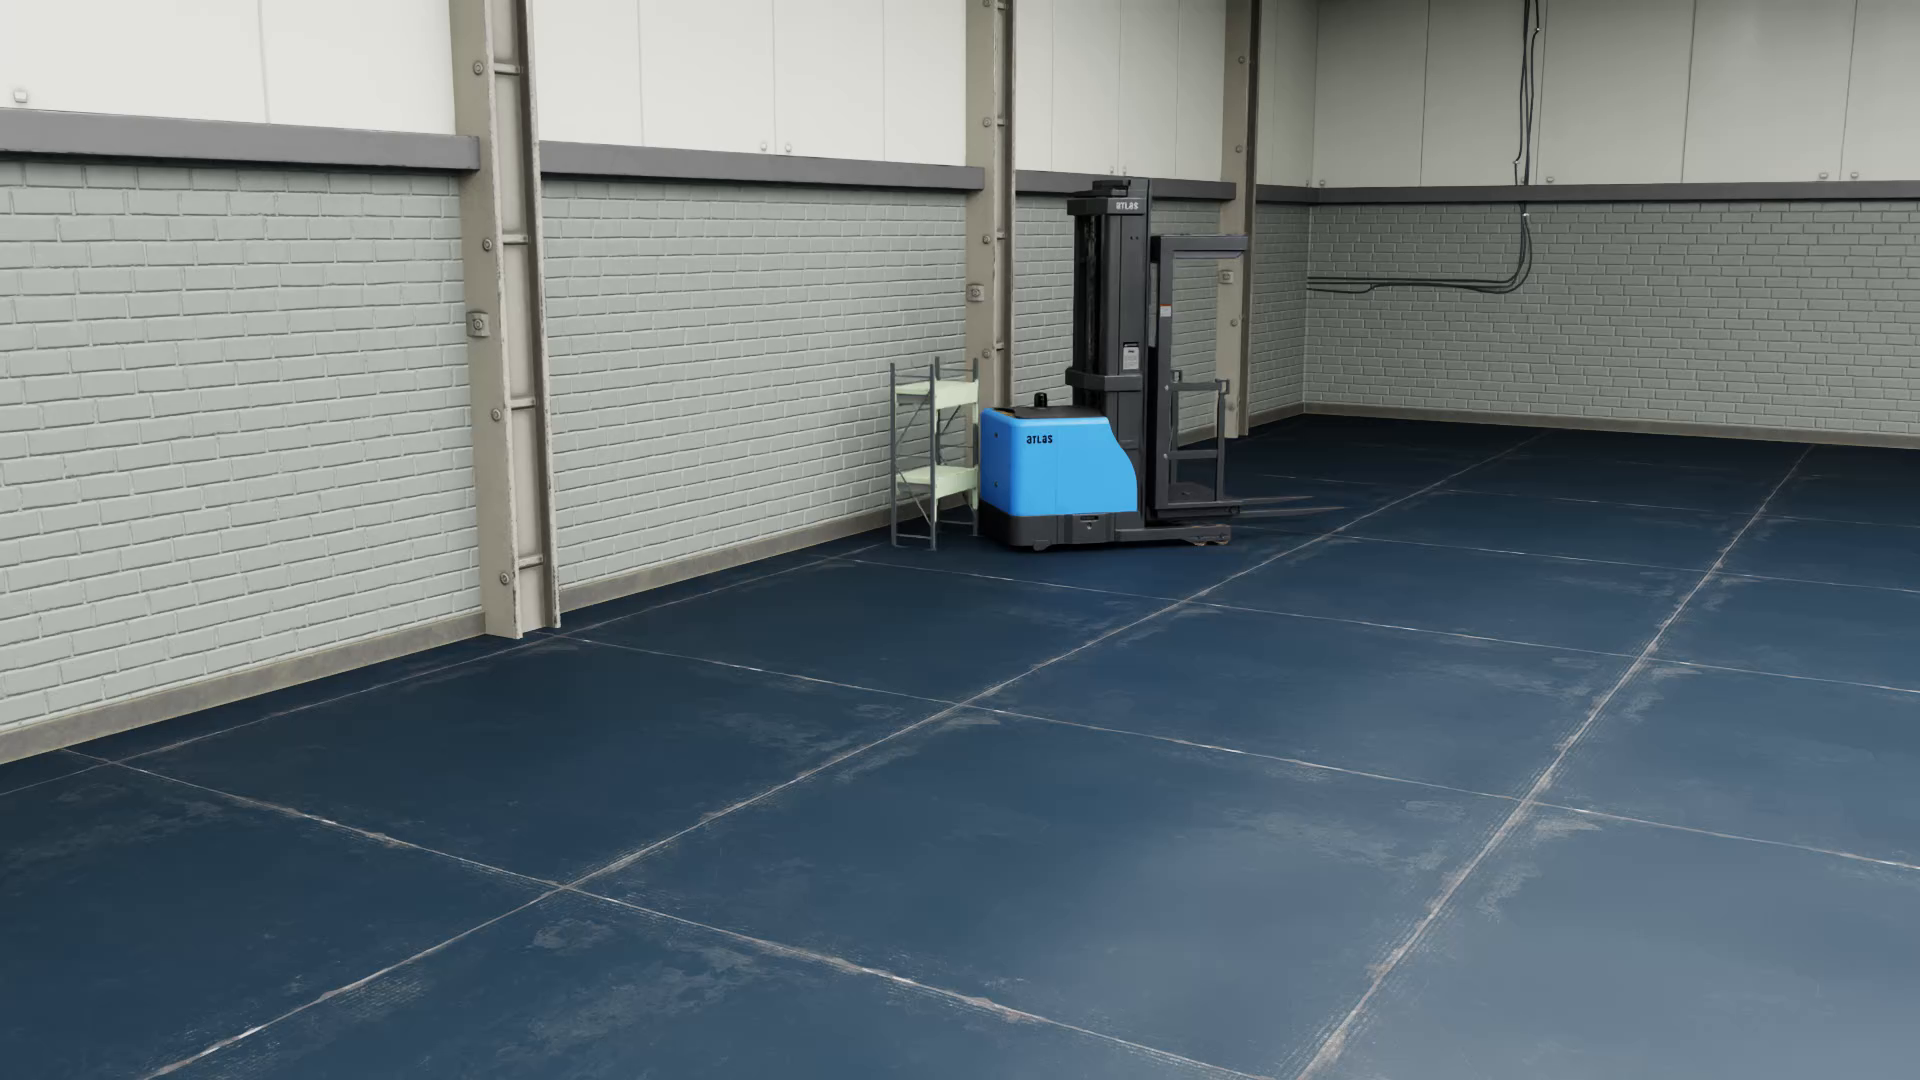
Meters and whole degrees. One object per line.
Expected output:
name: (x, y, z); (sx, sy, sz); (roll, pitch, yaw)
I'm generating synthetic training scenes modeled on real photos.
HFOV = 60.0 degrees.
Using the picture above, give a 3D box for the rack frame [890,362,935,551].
rack frame: (-0.379, -0.665, 13.344); (0.400, 1.500, 0.023); (6, 12, 28)

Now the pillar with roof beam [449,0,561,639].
pillar with roof beam: (0.845, -3.431, 7.743); (9.100, 9.000, 0.400); (6, 12, 31)

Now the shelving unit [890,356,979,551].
shelving unit: (-0.204, -0.724, 13.660); (0.431, 1.500, 0.755); (6, 12, 28)

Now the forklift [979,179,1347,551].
forklift: (1.737, -1.482, 13.818); (3.031, 2.935, 1.130); (-3, 11, -15)

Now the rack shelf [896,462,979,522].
rack shelf: (-0.204, -0.404, 13.720); (0.431, 0.370, 0.720); (6, 12, 28)

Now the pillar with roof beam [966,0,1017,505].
pillar with roof beam: (3.960, -4.375, 12.783); (9.100, 9.000, 0.400); (6, 12, 31)

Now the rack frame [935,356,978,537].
rack frame: (-0.029, -0.783, 13.976); (0.400, 1.500, 0.023); (6, 12, 28)

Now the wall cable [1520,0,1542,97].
wall cable: (8.367, -6.765, 20.261); (3.097, 2.526, 0.112); (6, 12, 31)

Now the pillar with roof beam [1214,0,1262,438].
pillar with roof beam: (7.075, -5.319, 17.823); (9.100, 9.000, 0.400); (6, 12, 31)

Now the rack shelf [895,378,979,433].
rack shelf: (-0.204, -1.108, 13.589); (0.431, 0.370, 0.720); (6, 12, 28)

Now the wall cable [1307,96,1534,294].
wall cable: (6.055, -4.541, 22.106); (3.097, 2.526, 0.112); (6, 12, 31)
